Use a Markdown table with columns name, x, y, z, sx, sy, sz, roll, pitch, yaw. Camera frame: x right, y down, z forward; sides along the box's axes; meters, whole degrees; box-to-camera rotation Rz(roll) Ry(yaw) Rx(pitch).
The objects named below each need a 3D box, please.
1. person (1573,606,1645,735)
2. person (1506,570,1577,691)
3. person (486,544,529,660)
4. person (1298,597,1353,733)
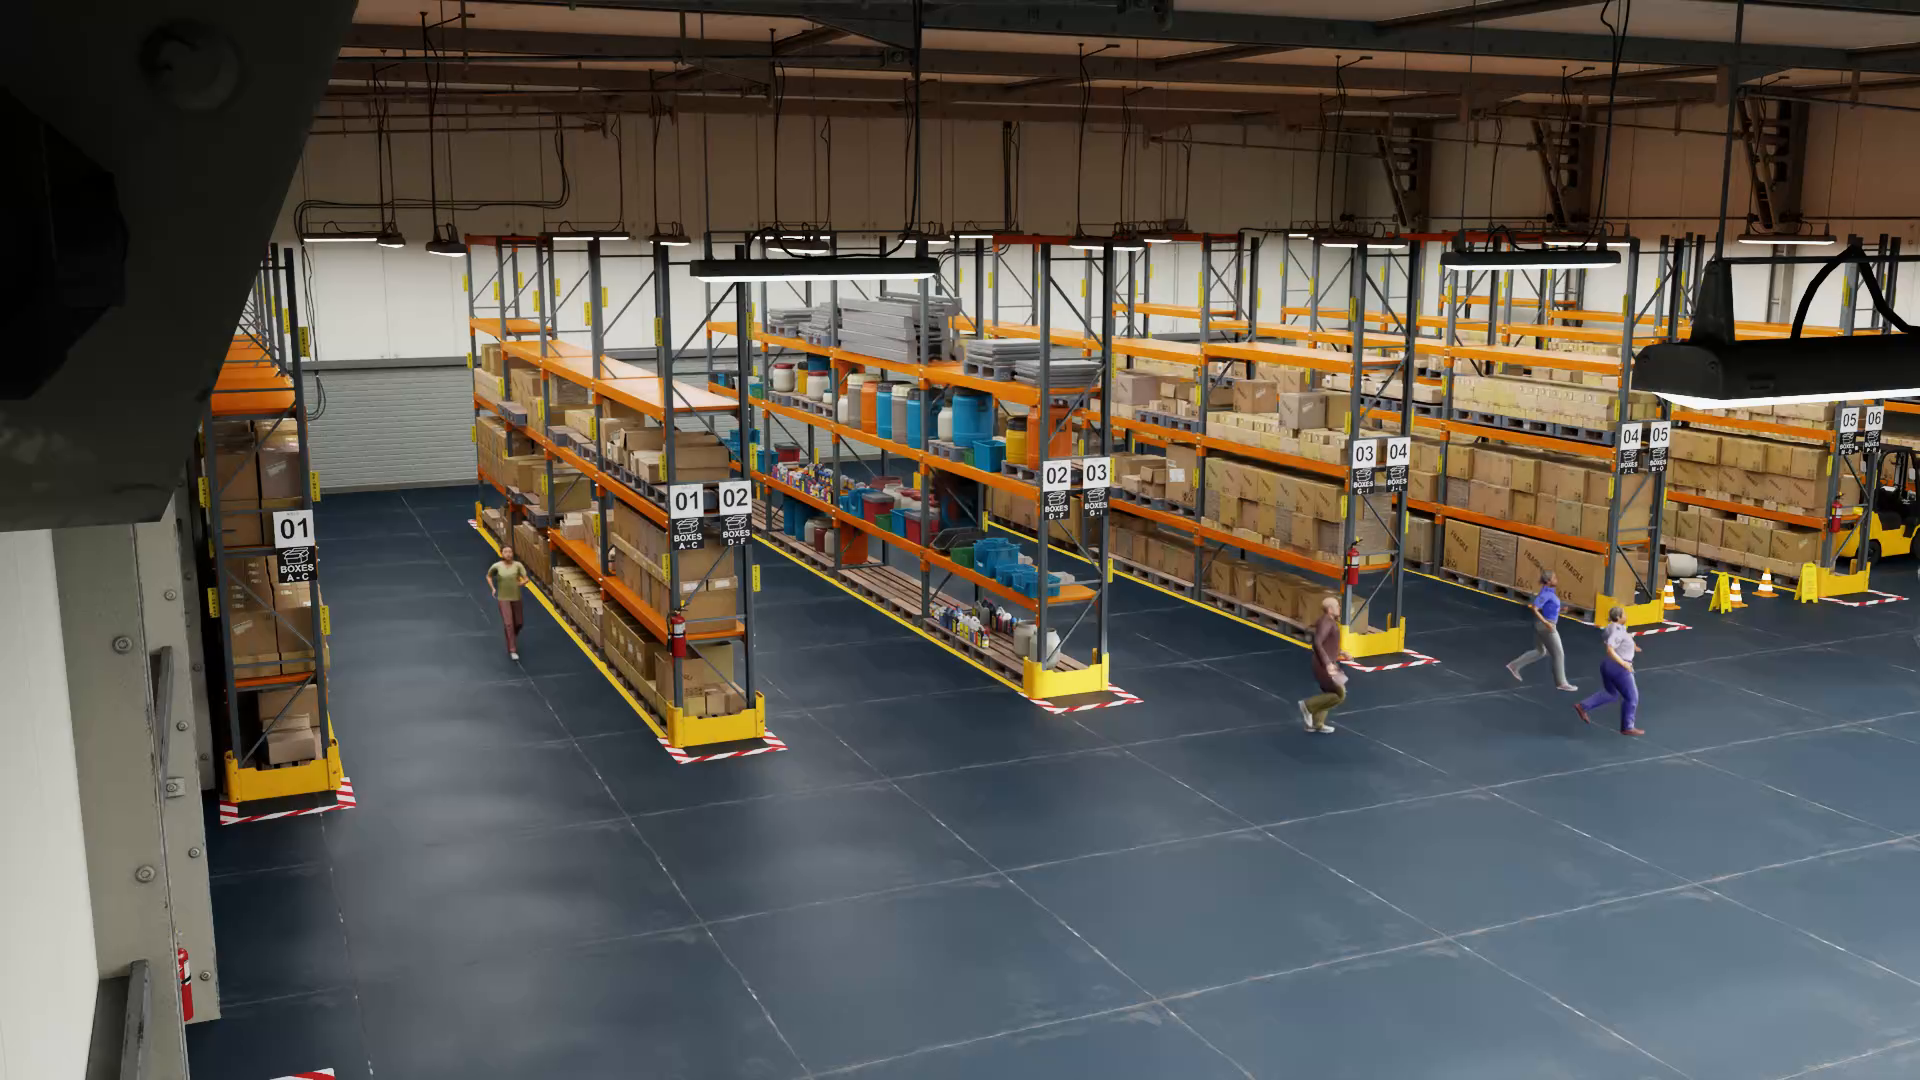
| name | x | y | z | sx | sy | sz | roll | pitch | yaw |
| --- | --- | --- | --- | --- | --- | --- | --- | --- | --- |
| person | 8.092 | 1.608 | 20.584 | 0.843 | 1.615 | 0.621 | 1 | 11 | 4 |
| person | 7.921 | 1.209 | 22.487 | 0.912 | 1.633 | 0.582 | 2 | 11 | 12 |
| person | -6.574 | 0.868 | 24.264 | 0.586 | 1.645 | 0.899 | -5 | 12 | -24 |
| person | 4.538 | 1.555 | 20.599 | 0.669 | 1.727 | 0.699 | 1 | 11 | 8 |
